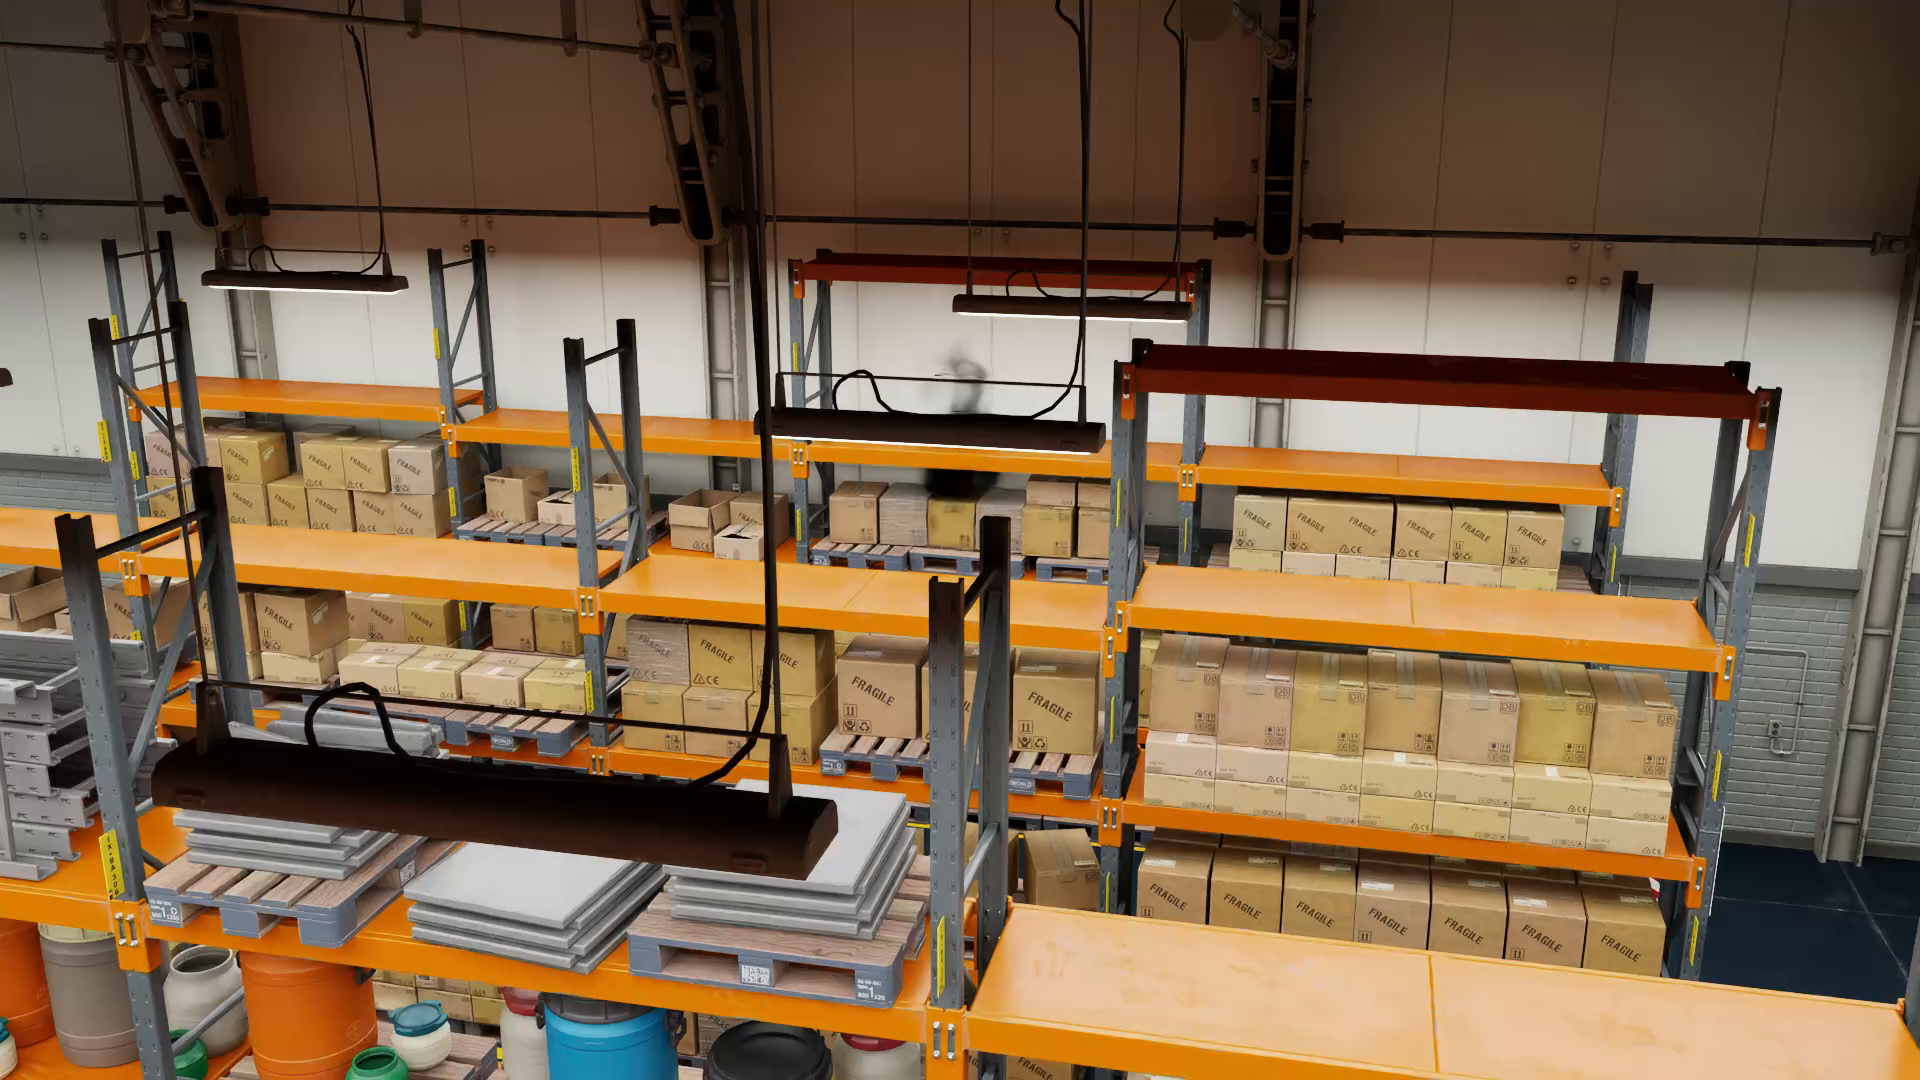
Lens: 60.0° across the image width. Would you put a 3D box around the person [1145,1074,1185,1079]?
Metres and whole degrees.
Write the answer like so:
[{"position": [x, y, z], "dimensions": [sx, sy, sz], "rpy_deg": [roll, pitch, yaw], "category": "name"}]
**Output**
[{"position": [1.341, 4.191, 10.969], "dimensions": [0.734, 1.815, 0.660], "rpy_deg": [1, 16, 5], "category": "person"}]
